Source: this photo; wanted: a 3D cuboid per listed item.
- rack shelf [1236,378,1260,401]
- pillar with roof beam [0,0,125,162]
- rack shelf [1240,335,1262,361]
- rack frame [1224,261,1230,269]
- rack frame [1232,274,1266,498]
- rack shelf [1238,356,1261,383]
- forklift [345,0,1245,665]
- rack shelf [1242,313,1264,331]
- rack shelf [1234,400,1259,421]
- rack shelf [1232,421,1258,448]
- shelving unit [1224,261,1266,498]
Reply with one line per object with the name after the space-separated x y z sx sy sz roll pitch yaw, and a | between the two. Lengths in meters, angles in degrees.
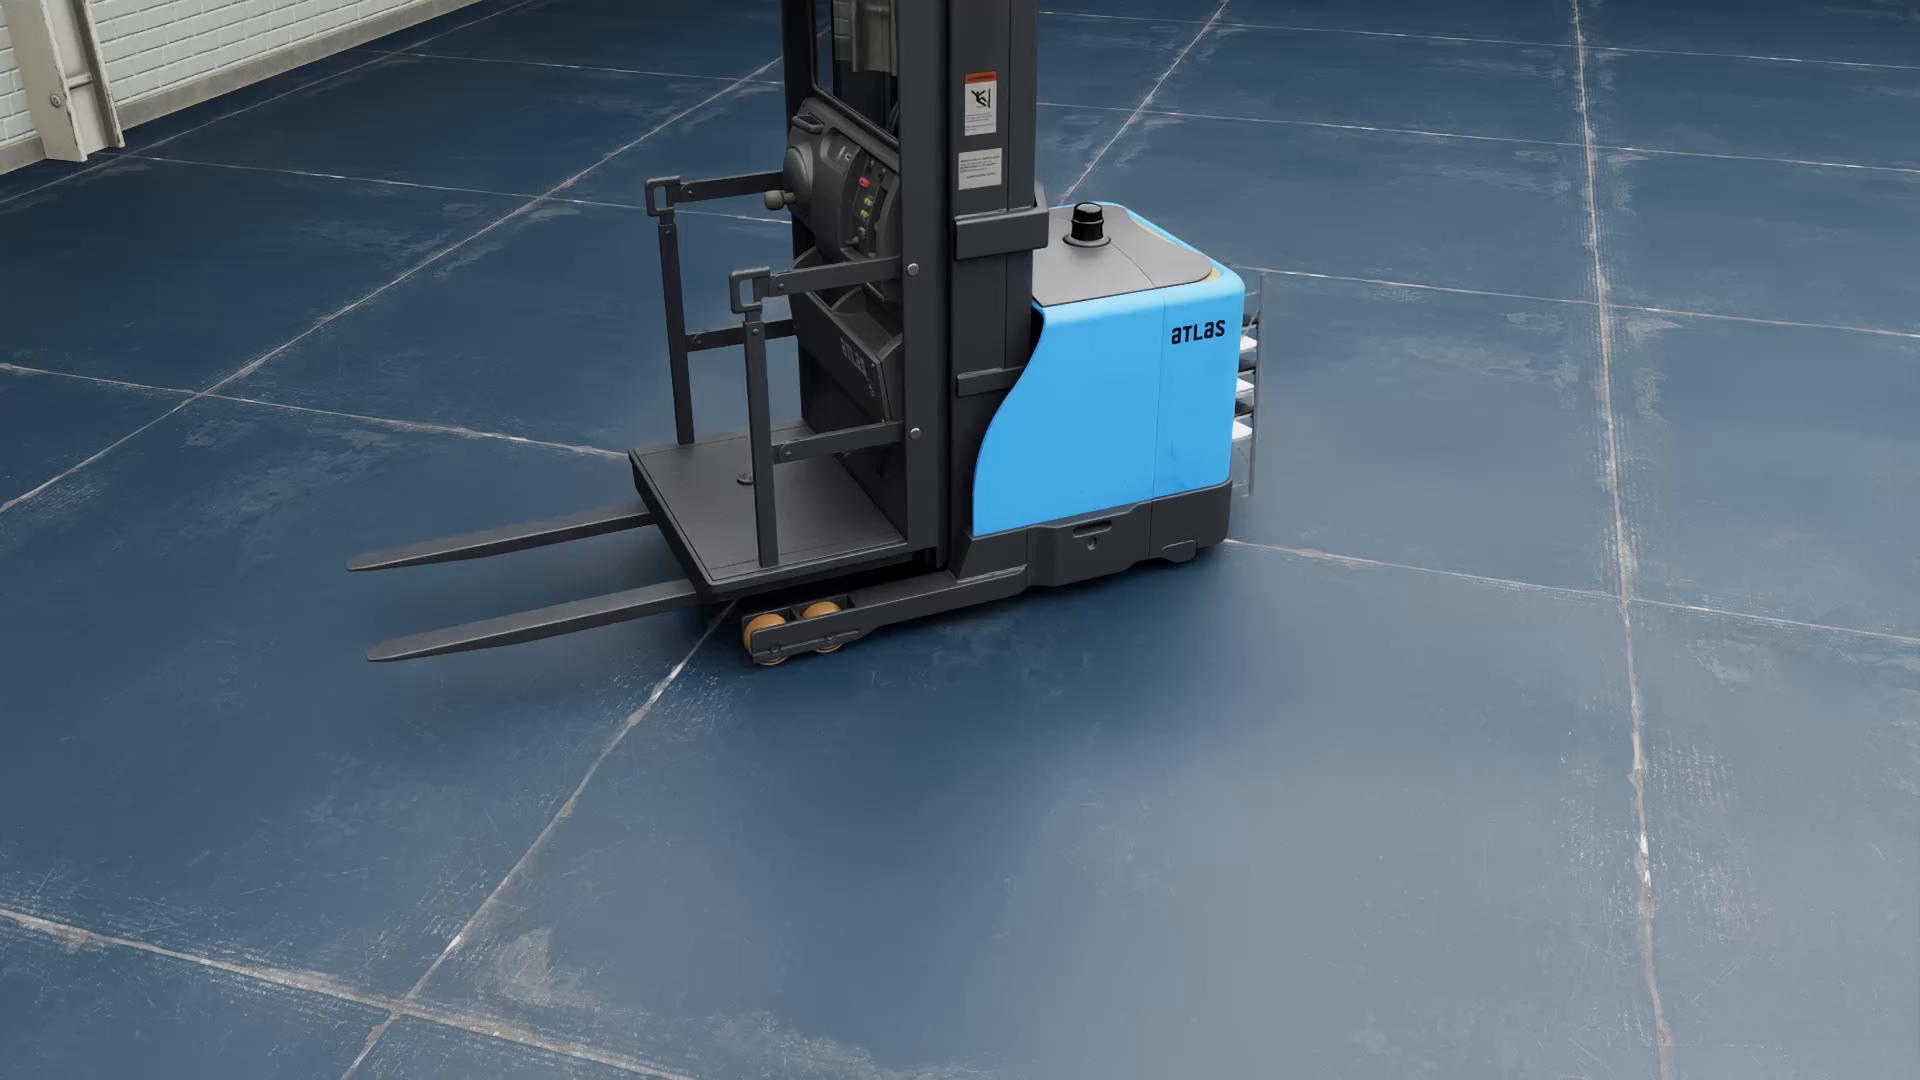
0.987 -0.559 6.388 0.258 0.077 0.200 -17 30 -28 | rack shelf
-1.558 -5.836 7.485 9.100 9.000 0.400 8 30 15 | pillar with roof beam
0.982 -0.720 6.307 0.258 0.077 0.200 -17 30 -28 | rack shelf
0.932 -0.626 6.450 0.240 0.900 0.006 -17 30 -28 | rack frame
1.040 -0.551 6.295 0.240 0.900 0.006 -17 30 -28 | rack frame
0.984 -0.639 6.347 0.258 0.077 0.200 -17 30 -28 | rack shelf
-0.573 -1.159 5.318 3.031 2.935 1.130 -12 31 -21 | forklift
0.980 -0.800 6.267 0.258 0.077 0.200 -17 30 -28 | rack shelf
0.989 -0.479 6.428 0.258 0.077 0.200 -17 30 -28 | rack shelf
0.992 -0.398 6.469 0.258 0.077 0.200 -17 30 -28 | rack shelf
0.986 -0.589 6.373 0.258 0.900 0.210 -17 30 -28 | shelving unit
